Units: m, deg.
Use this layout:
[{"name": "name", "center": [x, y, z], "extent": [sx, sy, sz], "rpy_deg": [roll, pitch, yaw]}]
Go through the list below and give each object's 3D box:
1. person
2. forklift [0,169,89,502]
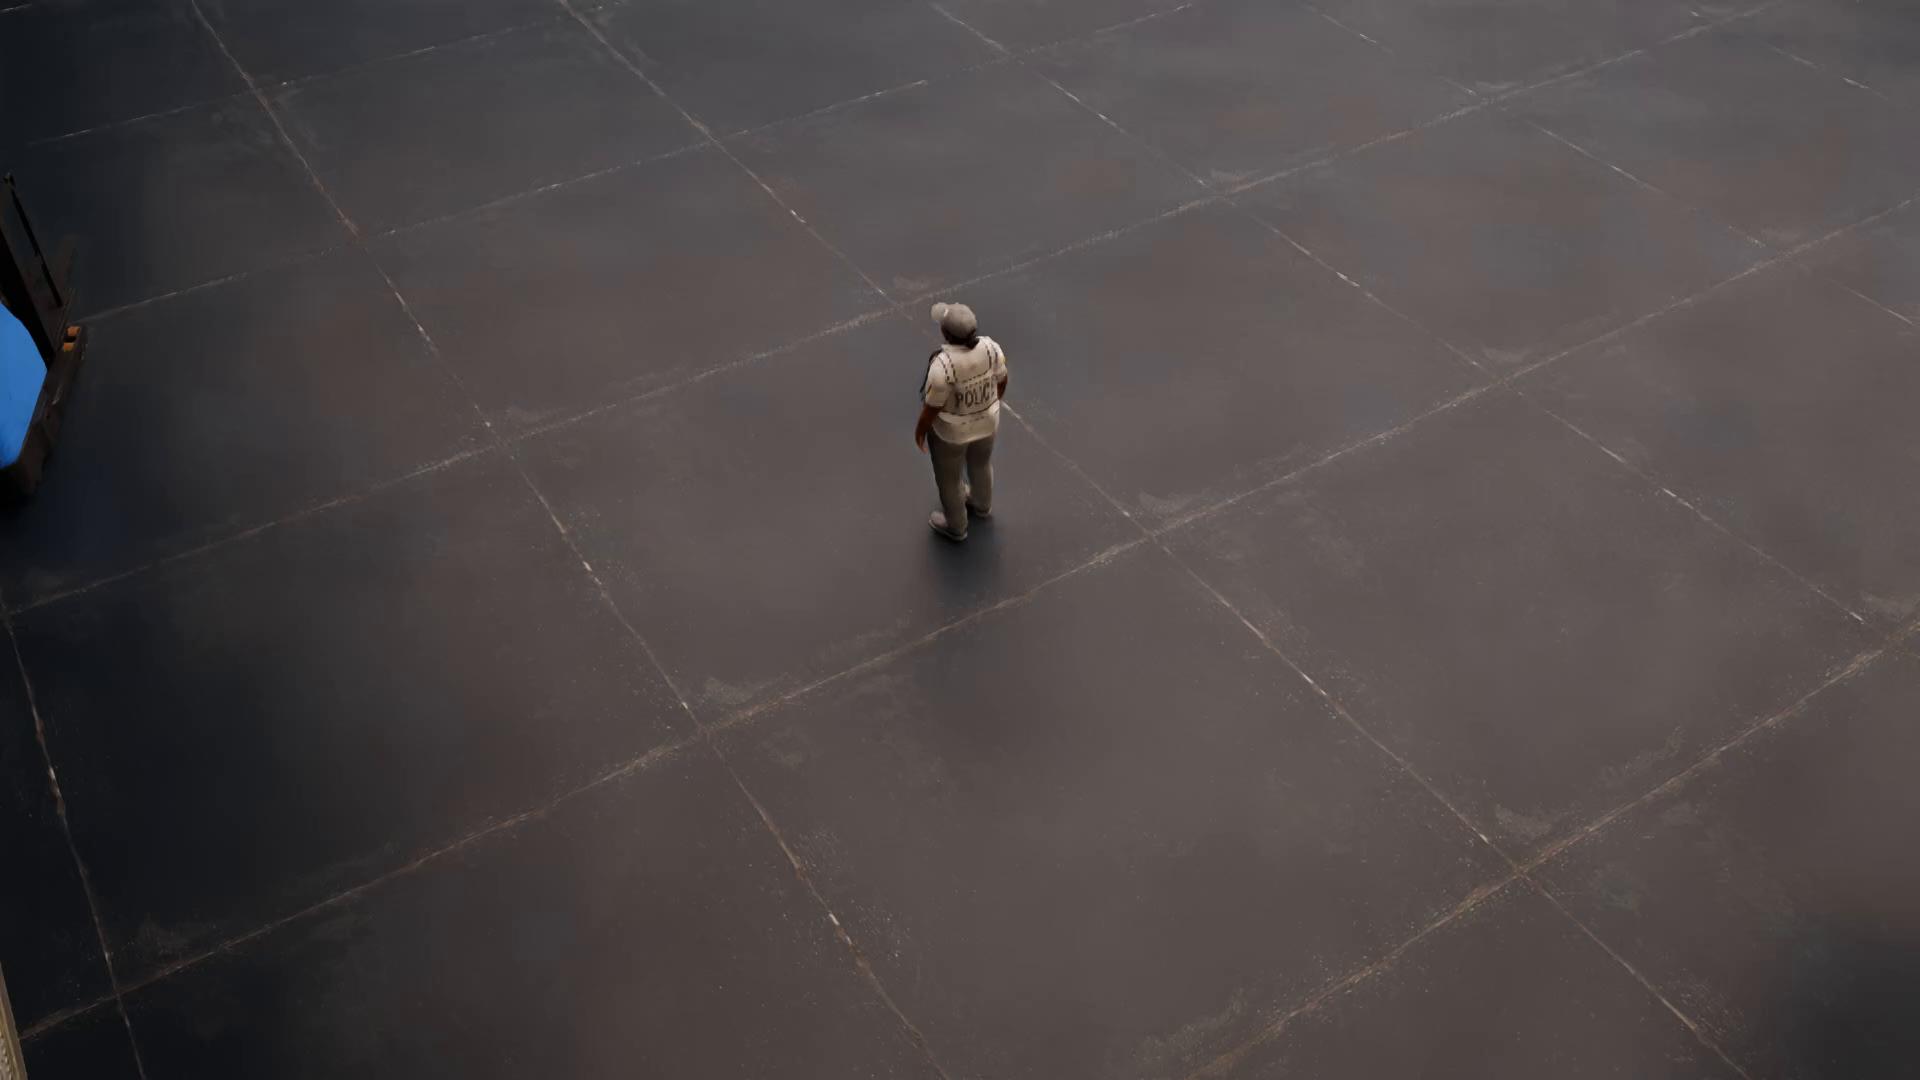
[{"name": "person", "center": [-0.022, -0.713, 9.577], "extent": [0.598, 1.669, 0.529], "rpy_deg": [-23, 46, -24]}, {"name": "forklift", "center": [-6.583, -2.206, 10.395], "extent": [1.130, 2.935, 3.031], "rpy_deg": [-8, 42, -9]}]
